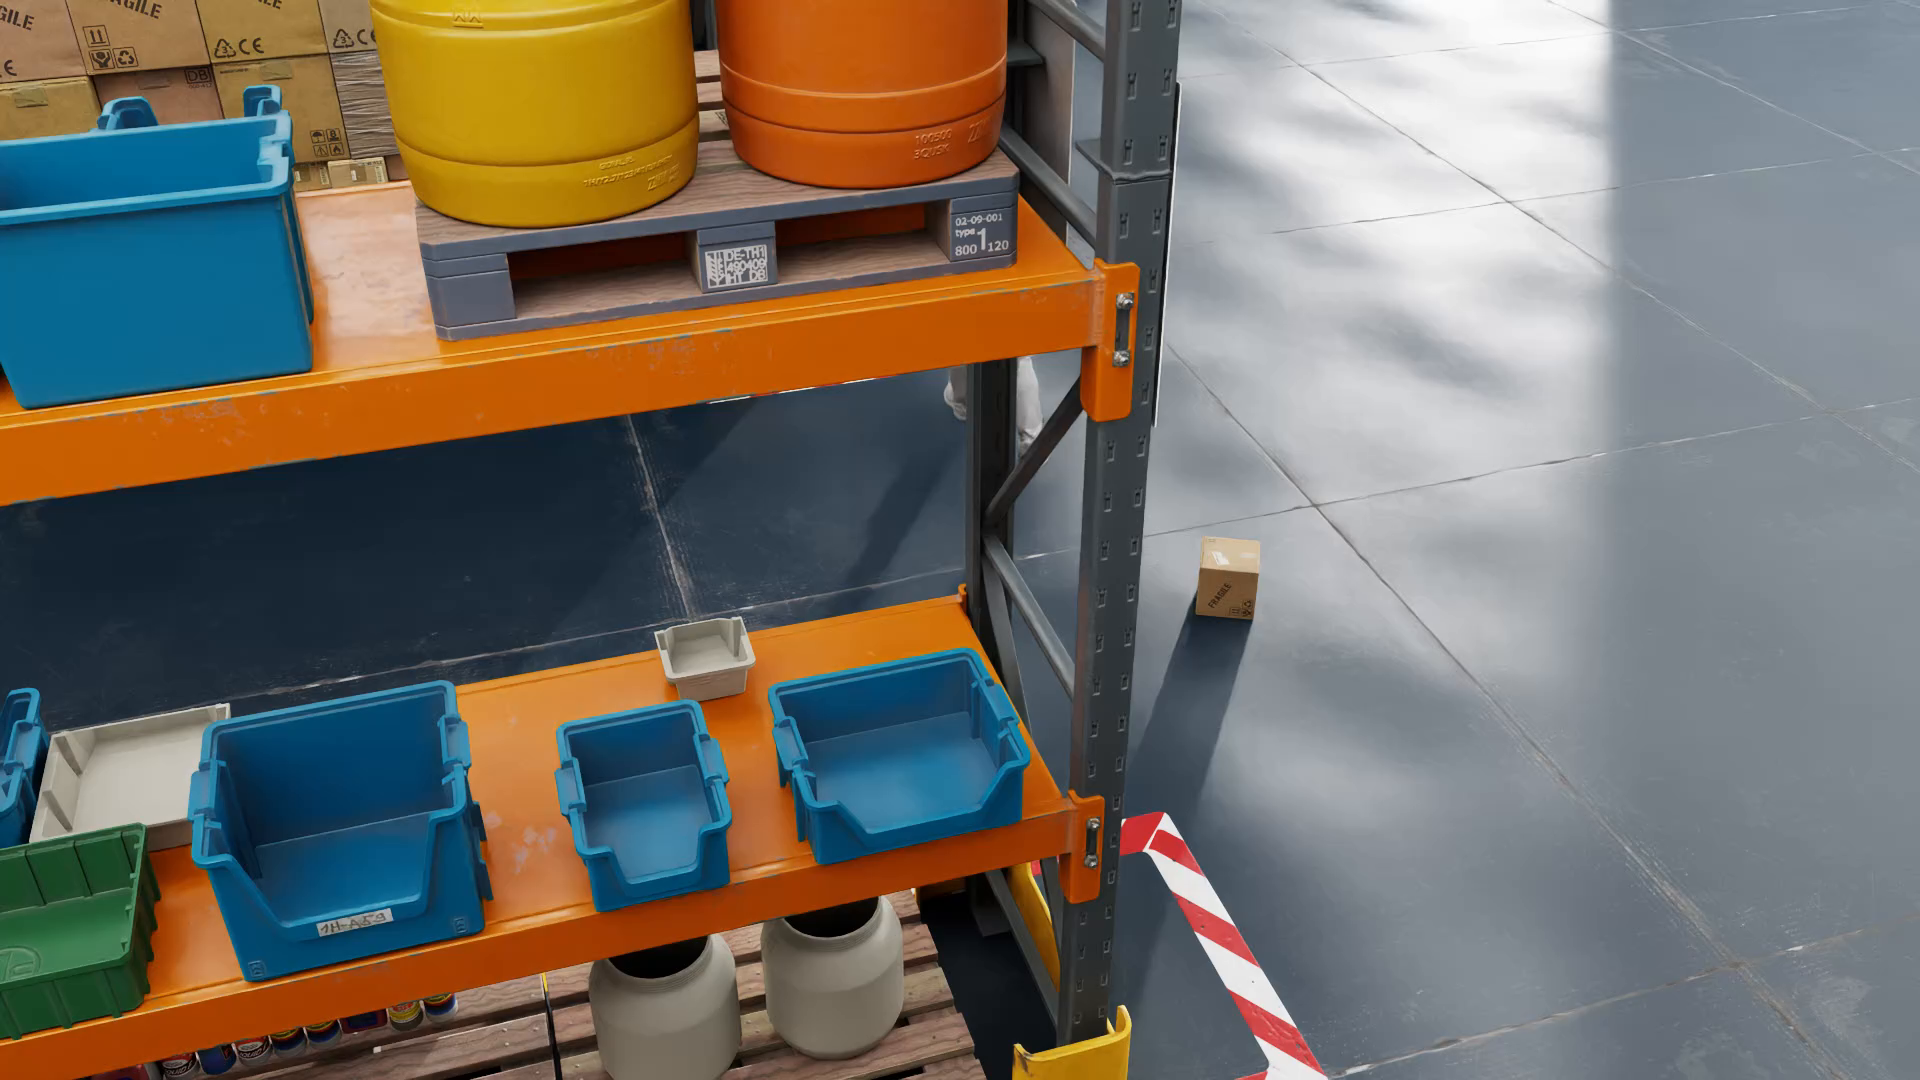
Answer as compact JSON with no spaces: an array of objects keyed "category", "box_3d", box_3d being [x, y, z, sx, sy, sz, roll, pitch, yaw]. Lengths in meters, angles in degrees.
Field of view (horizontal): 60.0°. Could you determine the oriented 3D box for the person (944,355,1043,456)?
[{"category":"person","box_3d":[0.162,-1.230,7.969,0.569,1.721,1.005,-9,35,-13]}]
